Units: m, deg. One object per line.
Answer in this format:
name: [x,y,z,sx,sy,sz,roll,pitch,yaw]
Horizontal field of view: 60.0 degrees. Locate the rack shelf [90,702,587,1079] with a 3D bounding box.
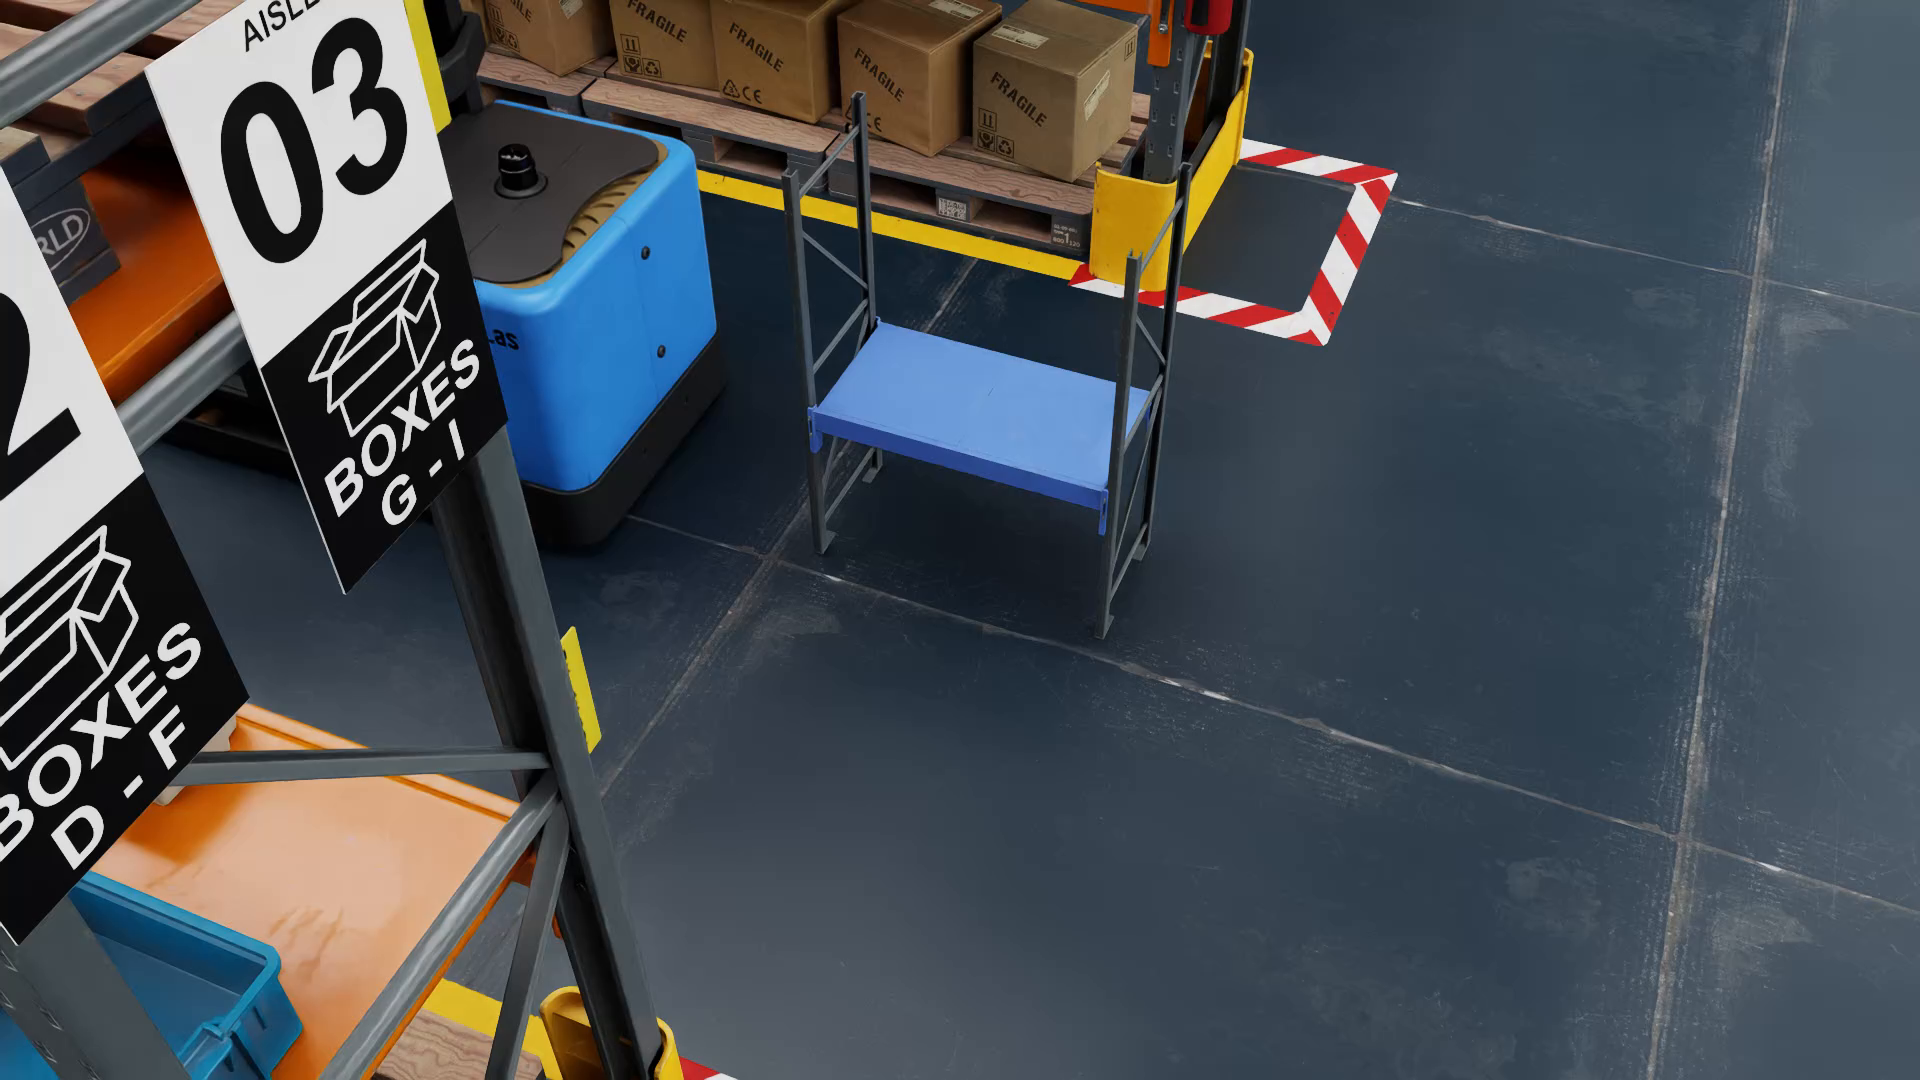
rack shelf: [-2.787,0.471,3.660,4.000,0.370,1.077,16,47,16]

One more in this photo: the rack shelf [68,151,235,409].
rack shelf: [-2.787,-0.592,2.602,4.000,0.370,1.077,16,47,16]

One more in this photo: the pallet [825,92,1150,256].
pallet: [0.159,-1.740,7.350,1.213,0.211,1.003,16,47,16]

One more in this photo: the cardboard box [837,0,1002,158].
cardboard box: [-0.169,-2.048,7.156,0.500,0.500,0.500,29,52,26]

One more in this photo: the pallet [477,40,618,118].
pallet: [-2.093,-2.403,8.015,1.213,0.211,1.003,16,47,16]

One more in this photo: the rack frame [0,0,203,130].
rack frame: [-0.941,-1.367,0.744,0.127,3.000,1.000,16,47,16]

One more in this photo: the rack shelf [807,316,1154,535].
rack shelf: [0.079,-0.381,5.325,1.000,0.185,0.538,16,47,16]

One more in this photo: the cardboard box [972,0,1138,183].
cardboard box: [0.396,-1.908,7.015,0.500,0.500,0.500,25,50,23]

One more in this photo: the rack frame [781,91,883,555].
rack frame: [-0.390,-0.647,5.336,0.032,1.500,0.500,16,47,16]

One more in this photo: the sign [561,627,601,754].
sign: [-0.725,0.304,3.121,0.005,0.325,0.100,16,47,16]

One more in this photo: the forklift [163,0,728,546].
forklift: [-2.444,-1.684,5.364,3.031,2.935,1.130,16,47,15]

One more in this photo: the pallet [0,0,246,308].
pallet: [-1.667,-0.525,2.158,1.213,0.211,1.003,16,47,16]

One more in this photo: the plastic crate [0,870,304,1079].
plastic crate: [-1.518,0.871,2.853,0.616,0.251,0.499,16,47,16]

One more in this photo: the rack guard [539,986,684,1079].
rack guard: [-1.030,1.656,3.732,0.348,0.500,1.175,16,47,16]

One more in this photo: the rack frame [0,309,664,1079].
rack frame: [-0.941,0.760,2.860,0.127,3.000,1.000,16,47,16]

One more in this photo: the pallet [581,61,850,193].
pallet: [-0.963,-2.073,7.684,1.213,0.211,1.003,16,47,16]

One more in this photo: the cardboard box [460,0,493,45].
cardboard box: [-2.372,-2.679,7.790,0.500,0.500,0.500,15,47,15]

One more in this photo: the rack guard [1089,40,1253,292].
rack guard: [0.895,-1.599,7.003,0.348,0.500,1.175,16,47,16]

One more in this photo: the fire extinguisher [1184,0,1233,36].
fire extinguisher: [0.894,-2.106,5.795,0.183,0.674,0.296,16,47,16]

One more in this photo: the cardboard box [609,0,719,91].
cardboard box: [-1.238,-2.411,7.521,0.500,0.500,0.500,13,46,12]

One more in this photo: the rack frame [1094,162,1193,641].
rack frame: [0.548,-0.370,5.059,0.032,1.500,0.500,16,47,16]

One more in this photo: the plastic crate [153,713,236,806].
plastic crate: [-1.643,0.401,3.408,0.250,0.136,0.298,16,47,16]

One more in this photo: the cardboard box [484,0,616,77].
cardboard box: [-1.841,-2.528,7.639,0.500,0.500,0.500,32,53,28]

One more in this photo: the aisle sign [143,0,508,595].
aisle sign: [-0.762,-0.333,2.115,0.004,0.787,0.394,16,47,16]

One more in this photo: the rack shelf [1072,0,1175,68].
rack shelf: [-0.880,-2.753,6.900,4.000,0.370,1.077,16,47,16]

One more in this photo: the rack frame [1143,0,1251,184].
rack frame: [0.966,-2.465,6.100,0.127,3.000,1.000,16,47,16]

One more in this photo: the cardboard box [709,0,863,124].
cardboard box: [-0.740,-2.230,7.339,0.500,0.500,0.500,21,48,19]

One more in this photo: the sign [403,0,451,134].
sign: [-0.725,-0.664,2.158,0.005,0.325,0.100,16,47,16]

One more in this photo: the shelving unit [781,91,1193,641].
shelving unit: [0.079,-0.509,5.198,1.048,1.500,0.538,16,47,16]

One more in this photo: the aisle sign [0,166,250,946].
aisle sign: [-0.989,0.051,1.729,0.004,0.787,0.394,16,47,16]

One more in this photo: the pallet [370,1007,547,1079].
pallet: [-1.777,1.534,4.059,1.213,0.211,1.003,16,47,16]
